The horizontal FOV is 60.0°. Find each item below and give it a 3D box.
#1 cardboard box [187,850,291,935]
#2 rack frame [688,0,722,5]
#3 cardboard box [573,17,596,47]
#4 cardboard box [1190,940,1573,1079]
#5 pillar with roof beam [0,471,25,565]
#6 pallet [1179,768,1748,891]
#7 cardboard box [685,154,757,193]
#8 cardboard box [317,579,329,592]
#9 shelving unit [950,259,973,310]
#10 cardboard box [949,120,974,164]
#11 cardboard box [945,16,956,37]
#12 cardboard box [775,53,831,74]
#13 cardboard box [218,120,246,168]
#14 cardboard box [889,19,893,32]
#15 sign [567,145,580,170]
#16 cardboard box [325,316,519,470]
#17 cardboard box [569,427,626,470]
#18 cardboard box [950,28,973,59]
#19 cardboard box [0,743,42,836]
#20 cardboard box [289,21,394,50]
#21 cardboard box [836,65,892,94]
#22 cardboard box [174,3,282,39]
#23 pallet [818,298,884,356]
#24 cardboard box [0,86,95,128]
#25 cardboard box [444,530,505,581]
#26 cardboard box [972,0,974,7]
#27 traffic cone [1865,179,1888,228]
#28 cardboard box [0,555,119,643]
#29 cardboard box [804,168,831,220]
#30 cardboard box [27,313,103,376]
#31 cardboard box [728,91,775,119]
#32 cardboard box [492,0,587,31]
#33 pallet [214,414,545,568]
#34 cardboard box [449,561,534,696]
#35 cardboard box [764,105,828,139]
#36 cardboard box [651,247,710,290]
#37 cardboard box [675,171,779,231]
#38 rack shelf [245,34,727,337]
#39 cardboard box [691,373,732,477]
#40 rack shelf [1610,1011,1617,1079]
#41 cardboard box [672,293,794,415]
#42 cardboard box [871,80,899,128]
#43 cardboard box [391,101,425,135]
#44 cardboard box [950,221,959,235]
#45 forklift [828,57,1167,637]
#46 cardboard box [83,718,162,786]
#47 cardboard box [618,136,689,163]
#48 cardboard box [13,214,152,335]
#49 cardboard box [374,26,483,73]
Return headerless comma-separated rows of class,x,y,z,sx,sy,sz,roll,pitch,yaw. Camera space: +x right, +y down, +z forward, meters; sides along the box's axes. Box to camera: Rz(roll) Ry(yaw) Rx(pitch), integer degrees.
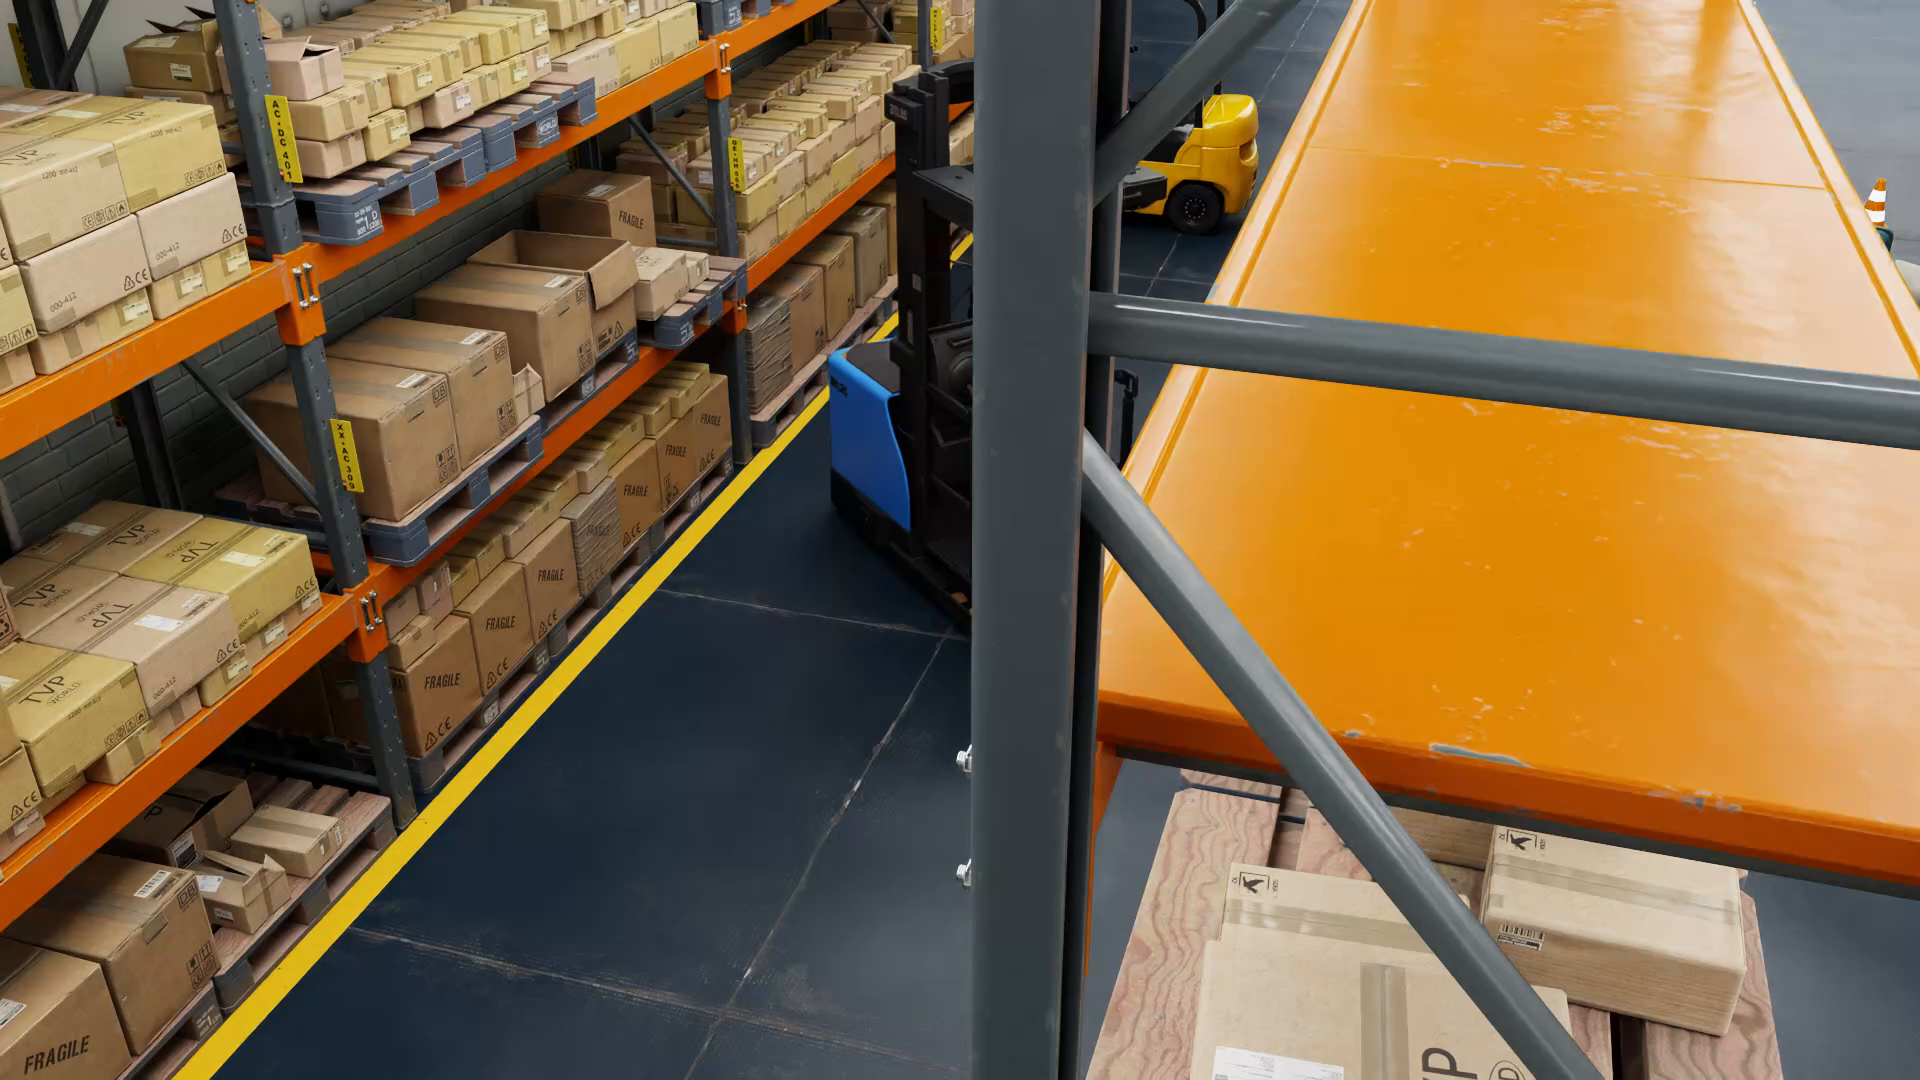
cardboard box,-3.055,1.434,6.967,0.396,0.266,0.258,10,30,17
rack frame,-1.894,-4.525,9.127,1.000,3.000,0.127,8,30,15
cardboard box,-2.116,-2.657,8.599,0.380,0.149,0.250,9,30,15
cardboard box,0.550,0.827,2.212,0.500,0.250,0.500,6,30,10
pillar with roof beam,-0.018,-1.856,4.330,9.100,9.000,0.400,8,30,15
pallet,1.068,0.334,3.569,1.003,0.211,1.213,8,30,15
cardboard box,-1.519,-2.336,10.594,0.380,0.149,0.250,9,30,16
cardboard box,-3.163,0.246,8.194,0.380,0.149,0.250,9,30,15
shelving unit,0.210,-1.413,11.247,0.587,1.500,1.083,19,34,30
cardboard box,-0.118,-3.597,14.998,0.500,0.250,0.500,9,30,15
cardboard box,-0.250,-4.445,14.385,0.380,0.149,0.250,8,30,15
cardboard box,-1.231,-3.723,13.087,0.380,0.149,0.250,8,30,15
cardboard box,-3.045,-1.623,6.720,0.380,0.149,0.250,8,30,15
cardboard box,-0.745,-4.518,14.516,0.380,0.149,0.250,9,30,16
sign,-2.425,-2.487,10.443,0.100,0.325,0.005,8,30,15
cardboard box,-2.560,-0.705,7.897,0.700,0.500,0.500,9,30,15
cardboard box,-2.160,-0.532,9.593,0.380,0.149,0.250,8,30,14
cardboard box,-0.203,-4.219,14.645,0.500,0.500,0.500,9,30,16
cardboard box,-3.428,0.867,5.454,0.500,0.250,0.500,8,30,14
cardboard box,-2.785,-2.237,7.517,0.380,0.149,0.250,8,30,13
cardboard box,-0.739,-3.529,12.737,0.380,0.149,0.250,8,30,13
cardboard box,-2.998,-2.063,6.779,0.396,0.266,0.258,8,30,15
pallet,-1.255,-1.626,12.957,1.003,0.211,1.213,8,30,15
cardboard box,-3.485,-1.448,6.016,0.500,0.250,0.500,8,30,14
cardboard box,-2.569,0.063,8.524,0.380,0.149,0.250,8,30,14
cardboard box,-0.062,-4.808,14.732,0.380,0.149,0.250,8,30,14
traffic cone,8.449,-3.102,15.350,0.336,0.463,0.334,8,30,15
cardboard box,-3.612,0.317,6.442,0.500,0.250,0.500,8,30,14
cardboard box,-1.233,-2.482,11.781,0.500,0.250,0.500,8,30,13
cardboard box,-3.129,-0.685,5.569,0.380,0.149,0.250,8,30,15
cardboard box,-1.559,-3.126,12.014,0.380,0.149,0.250,9,30,16
cardboard box,-2.092,-2.647,8.276,0.380,0.149,0.250,9,30,15
pallet,-2.729,-0.316,7.930,1.003,0.211,1.213,8,30,15
cardboard box,-2.564,0.423,8.543,0.500,0.500,0.500,8,30,14
cardboard box,-1.150,-2.937,11.675,0.380,0.149,0.250,9,30,16
cardboard box,-1.720,-1.617,9.897,0.380,0.149,0.250,9,30,16
cardboard box,-1.506,-2.224,10.802,0.500,0.250,0.500,8,30,15
rack shelf,-2.481,-1.970,8.360,1.077,0.370,4.000,8,30,15
cardboard box,-1.812,-0.767,10.682,0.500,0.500,0.500,9,30,16
rack shelf,1.091,0.596,3.748,1.077,0.370,4.000,8,30,15
cardboard box,-1.697,-1.337,11.578,0.875,0.625,0.625,9,30,16
cardboard box,-0.763,-3.410,12.934,0.500,0.250,0.500,8,30,14
cardboard box,-2.510,-1.801,7.041,0.380,0.149,0.250,9,30,15
cardboard box,-0.261,-2.921,14.812,0.500,0.250,0.500,9,30,15
forklift,0.370,-0.996,9.026,1.130,2.935,3.031,-16,33,-27
cardboard box,-3.180,0.739,6.094,0.380,0.149,0.250,8,30,14
cardboard box,-2.022,-2.548,10.974,0.380,0.149,0.250,9,30,16
cardboard box,-3.112,-0.916,5.574,0.500,0.250,0.500,7,30,13
cardboard box,-2.366,-2.175,7.406,0.380,0.149,0.250,9,30,16
